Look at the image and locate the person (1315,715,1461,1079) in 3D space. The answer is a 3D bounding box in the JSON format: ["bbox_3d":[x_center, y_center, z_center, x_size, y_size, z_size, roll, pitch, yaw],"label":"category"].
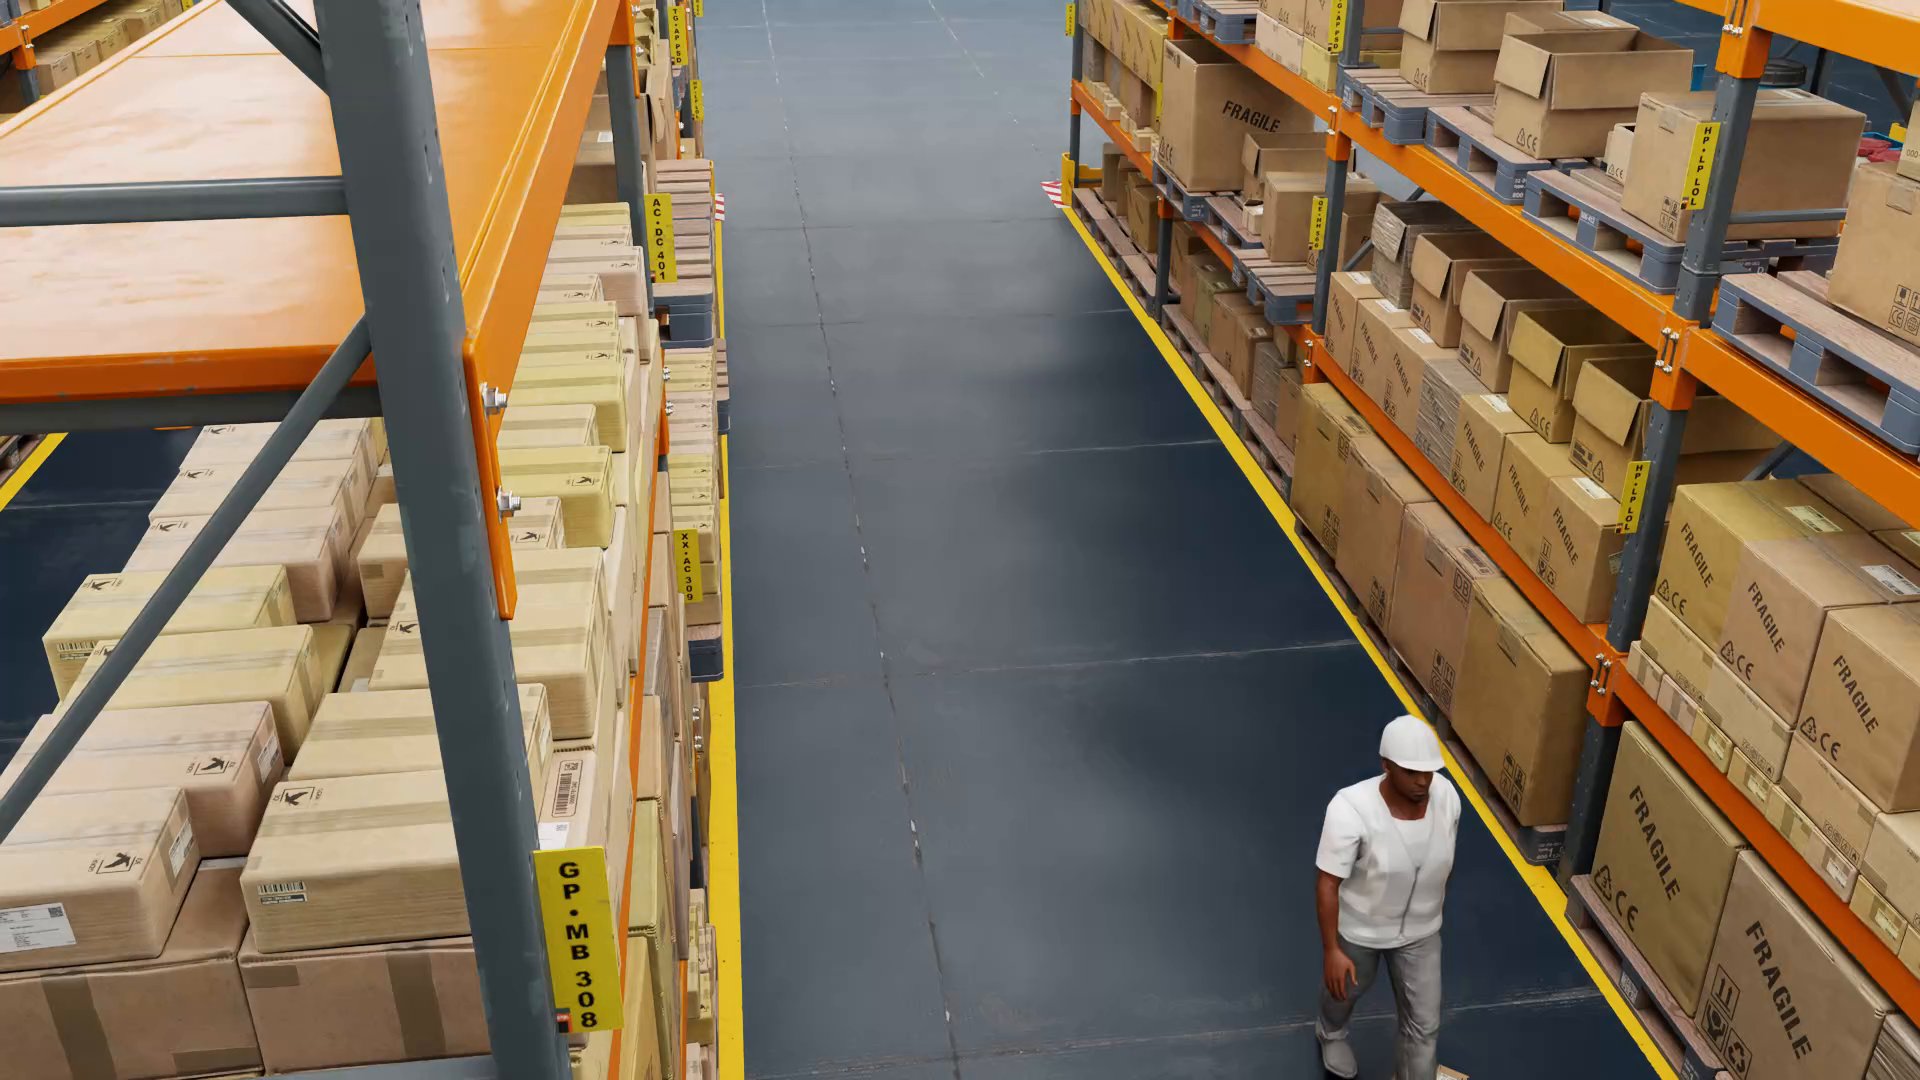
[{"bbox_3d":[1.603,1.471,6.165,0.614,1.751,0.889,-4,27,-8],"label":"person"}]
